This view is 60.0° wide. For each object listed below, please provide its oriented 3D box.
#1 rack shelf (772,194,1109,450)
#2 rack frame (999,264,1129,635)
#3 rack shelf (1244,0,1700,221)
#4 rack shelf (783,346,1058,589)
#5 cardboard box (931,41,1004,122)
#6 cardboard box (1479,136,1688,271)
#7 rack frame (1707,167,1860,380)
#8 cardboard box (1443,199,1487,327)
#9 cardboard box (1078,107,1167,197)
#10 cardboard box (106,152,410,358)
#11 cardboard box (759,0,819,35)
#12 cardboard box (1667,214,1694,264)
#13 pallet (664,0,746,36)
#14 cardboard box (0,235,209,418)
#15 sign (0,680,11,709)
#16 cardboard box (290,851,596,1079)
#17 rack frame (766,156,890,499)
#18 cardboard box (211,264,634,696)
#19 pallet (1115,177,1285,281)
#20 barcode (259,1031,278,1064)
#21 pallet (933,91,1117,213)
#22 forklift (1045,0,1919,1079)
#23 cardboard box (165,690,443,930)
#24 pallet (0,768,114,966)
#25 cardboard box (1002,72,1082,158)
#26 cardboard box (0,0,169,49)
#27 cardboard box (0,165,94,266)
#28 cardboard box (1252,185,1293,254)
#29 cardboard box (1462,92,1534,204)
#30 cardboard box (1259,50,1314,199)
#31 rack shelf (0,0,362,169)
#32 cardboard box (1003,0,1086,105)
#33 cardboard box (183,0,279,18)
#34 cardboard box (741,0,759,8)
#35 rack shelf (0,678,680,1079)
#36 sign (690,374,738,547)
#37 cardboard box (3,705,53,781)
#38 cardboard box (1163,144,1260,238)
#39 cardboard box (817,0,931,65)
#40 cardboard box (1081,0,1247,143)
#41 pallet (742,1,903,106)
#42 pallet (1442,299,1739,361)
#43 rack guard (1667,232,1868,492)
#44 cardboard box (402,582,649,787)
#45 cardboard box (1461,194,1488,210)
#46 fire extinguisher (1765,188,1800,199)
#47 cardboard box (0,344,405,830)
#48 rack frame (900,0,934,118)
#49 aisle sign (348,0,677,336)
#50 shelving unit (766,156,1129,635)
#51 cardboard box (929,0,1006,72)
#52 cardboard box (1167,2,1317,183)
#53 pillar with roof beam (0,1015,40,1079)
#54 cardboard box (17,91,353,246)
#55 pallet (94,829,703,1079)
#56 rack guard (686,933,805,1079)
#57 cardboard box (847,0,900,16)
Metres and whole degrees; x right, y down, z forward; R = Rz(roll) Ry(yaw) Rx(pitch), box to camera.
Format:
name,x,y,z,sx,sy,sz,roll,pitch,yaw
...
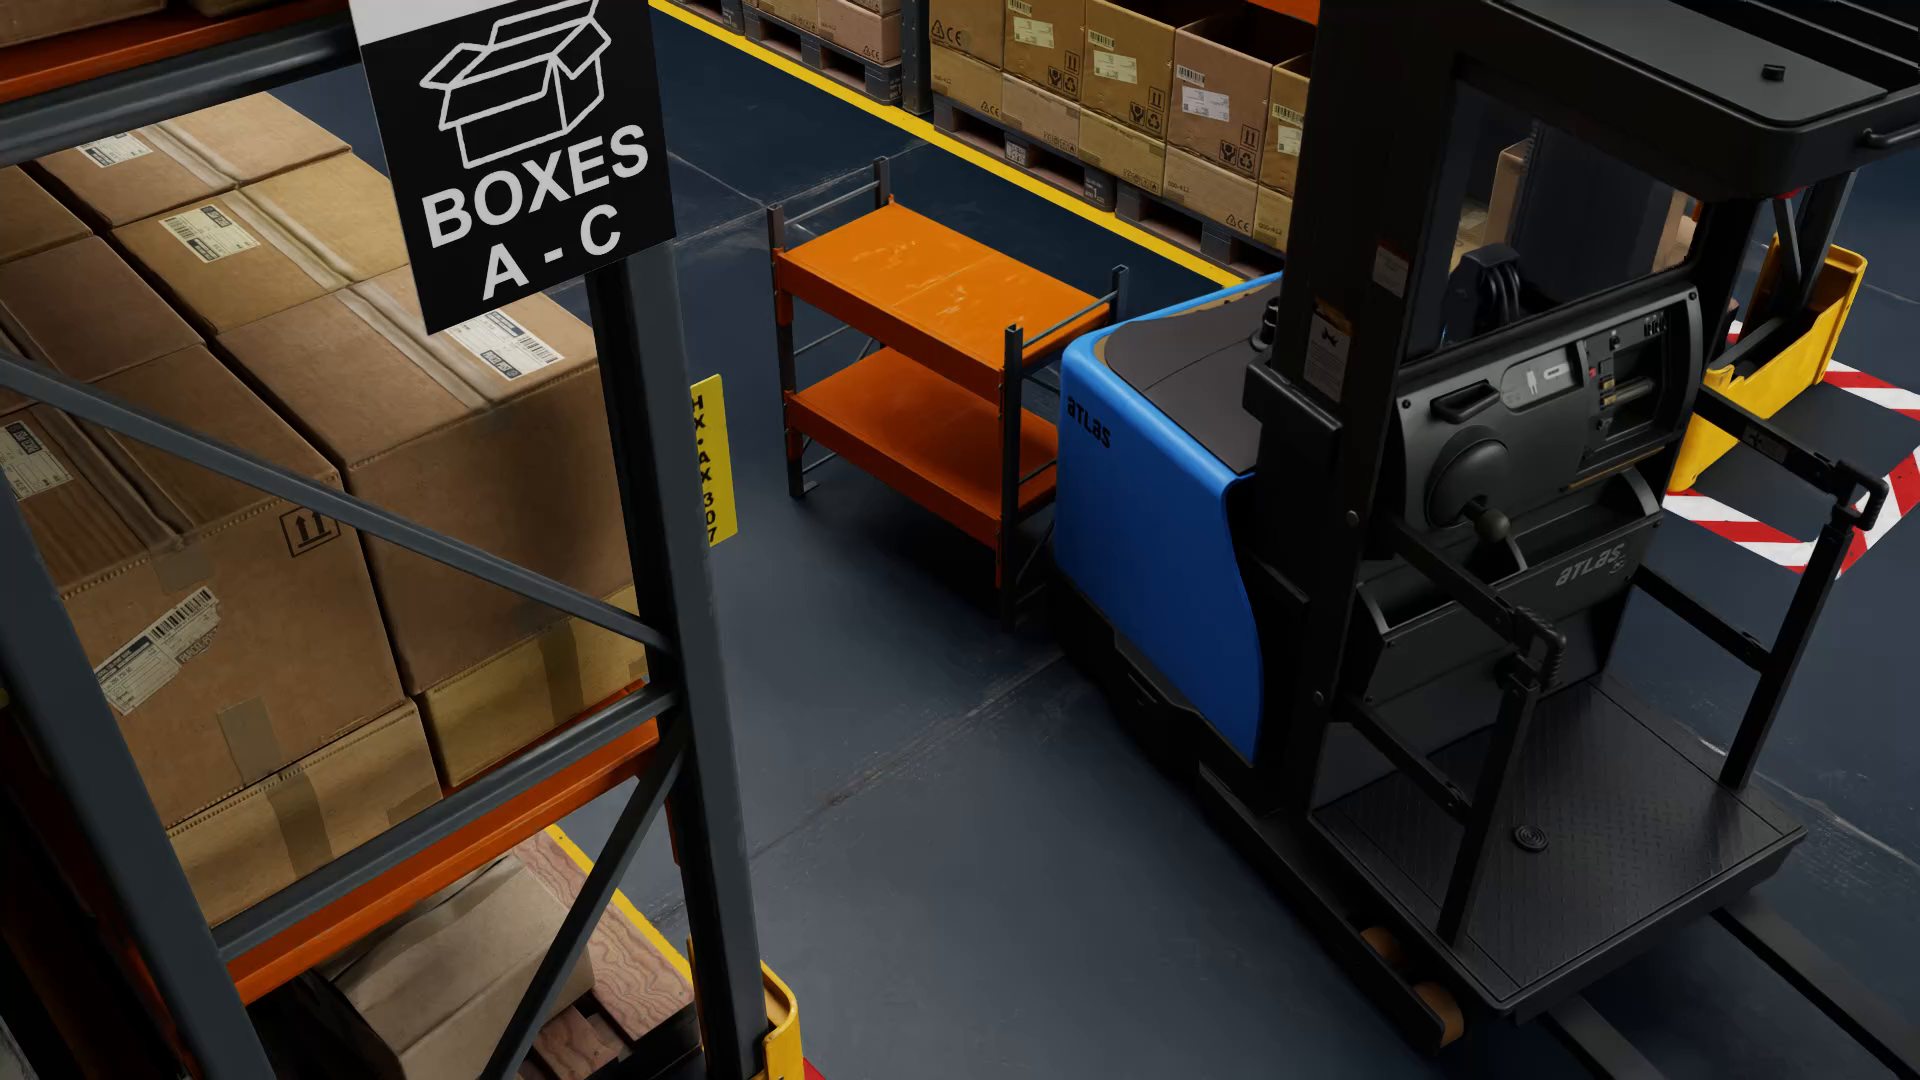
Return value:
name,x,y,z,sx,sy,sz,roll,pitch,yaw
rack shelf,-0.054,-0.705,5.186,1.000,0.278,0.538,32,49,33
rack frame,0.310,-0.254,5.094,0.032,1.125,0.500,32,49,33
rack shelf,1.472,-2.304,6.713,1.077,0.370,4.000,-30,48,-32
rack shelf,-0.054,-0.287,5.524,1.000,0.278,0.538,32,49,33
cardboard box,0.210,-2.260,7.939,0.500,0.250,0.500,-30,48,-32
cardboard box,2.243,-1.166,5.988,0.500,0.500,0.500,-30,48,-32
rack frame,2.825,-1.659,5.340,1.000,3.000,0.127,-30,48,-32
cardboard box,1.897,-1.101,6.504,0.500,0.250,0.500,-30,48,-32
cardboard box,0.878,-1.793,7.361,0.500,0.250,0.500,-30,48,-32
cardboard box,-1.250,-0.375,3.257,0.500,0.500,0.500,-30,48,-32
cardboard box,-0.716,-2.907,8.740,0.500,0.250,0.500,-31,48,-32
cardboard box,2.626,-1.095,6.497,0.500,0.250,0.500,-30,48,-32
pallet,-1.237,-3.314,9.610,1.003,0.211,1.213,-30,48,-32
cardboard box,-1.630,-0.158,2.989,0.500,0.500,0.500,-29,47,-31
sign,-1.244,0.101,1.988,0.100,0.325,0.005,-30,48,-32
cardboard box,-1.223,0.965,3.882,0.500,0.311,0.500,29,47,31
rack frame,-0.417,-0.701,5.647,0.032,1.125,0.500,32,49,33
cardboard box,-0.923,-0.142,2.969,0.500,0.500,0.500,-30,48,-32
pallet,1.456,-1.474,7.332,1.003,0.211,1.213,-30,48,-32
barcode,-1.530,1.123,3.679,0.001,0.075,0.075,-30,48,-32
pallet,0.626,-2.039,8.031,1.003,0.211,1.213,-30,48,-32
forklift,1.449,-0.219,3.613,1.130,2.935,3.031,-20,43,-23
cardboard box,-1.281,0.365,2.939,0.500,0.250,0.500,-29,47,-31
pallet,-2.217,0.542,4.835,1.003,0.211,1.213,-30,48,-32
cardboard box,0.544,-2.026,7.650,0.500,0.250,0.500,-30,48,-32
cardboard box,-1.290,-0.851,1.858,0.500,0.500,0.500,-26,46,-29
cardboard box,-1.983,-0.395,3.283,0.500,0.500,0.500,-31,48,-33
cardboard box,1.558,-1.332,6.790,0.500,0.250,0.500,-30,48,-32
cardboard box,2.286,-1.617,6.547,0.500,0.500,0.500,-30,48,-32
cardboard box,1.556,-1.622,6.553,0.500,0.500,0.500,-30,48,-32
rack shelf,-2.174,-1.364,3.161,1.077,0.370,4.000,-30,48,-32
cardboard box,0.546,-2.320,7.416,0.500,0.500,0.500,-30,48,-32
cardboard box,-0.864,-1.026,2.075,0.500,0.500,0.500,-29,47,-31
cardboard box,-1.062,-3.144,9.033,0.500,0.250,0.500,-29,47,-31
rack shelf,-2.174,-0.198,4.104,1.077,0.370,4.000,-30,48,-32
sign,-0.422,-0.119,2.745,0.100,0.325,0.005,-30,48,-32
cardboard box,-1.639,0.129,3.231,0.500,0.250,0.500,-29,47,-31
cardboard box,1.221,-1.564,7.077,0.500,0.250,0.500,-30,48,-32
cardboard box,-0.375,-2.672,8.450,0.500,0.250,0.500,-30,48,-32
cardboard box,0.879,-2.085,7.126,0.500,0.500,0.500,-30,48,-32
pallet,-0.408,-2.749,8.910,1.003,0.211,1.213,-30,48,-32
pallet,2.277,-0.910,6.633,1.003,0.211,1.213,-30,48,-32
rack guard,2.841,-0.675,6.112,1.175,0.500,0.348,-30,48,-32
cardboard box,-0.918,0.138,3.219,0.500,0.250,0.500,-31,48,-33
cardboard box,2.285,-1.325,6.781,0.500,0.250,0.500,-30,48,-32
fire extinguisher,2.562,-1.376,5.053,0.296,0.674,0.183,-30,48,-32
cardboard box,-1.297,0.079,2.695,0.500,0.500,0.500,-31,48,-32
rack frame,0.119,-3.510,7.633,1.000,3.000,0.127,-30,48,-32
aisle sign,-0.552,-0.657,2.032,0.394,0.787,0.004,-30,48,-32
shelving unit,-0.054,-0.478,5.370,1.048,1.125,0.538,32,49,33
cardboard box,0.202,-2.548,7.698,0.500,0.500,0.500,-30,48,-32
cardboard box,1.218,-1.854,6.840,0.500,0.500,0.500,-30,48,-32
pillar with roof beam,1.239,-3.671,3.058,9.100,9.000,0.400,-30,48,-32
cardboard box,-1.595,-0.616,3.557,0.500,0.500,0.500,-32,49,-33
pallet,-1.396,1.107,4.136,1.003,0.211,1.213,-30,48,-32
rack guard,-0.873,1.385,3.561,1.175,0.500,0.348,-30,48,-32
cardboard box,-0.366,-2.887,8.270,0.500,0.311,0.500,-30,48,-32
